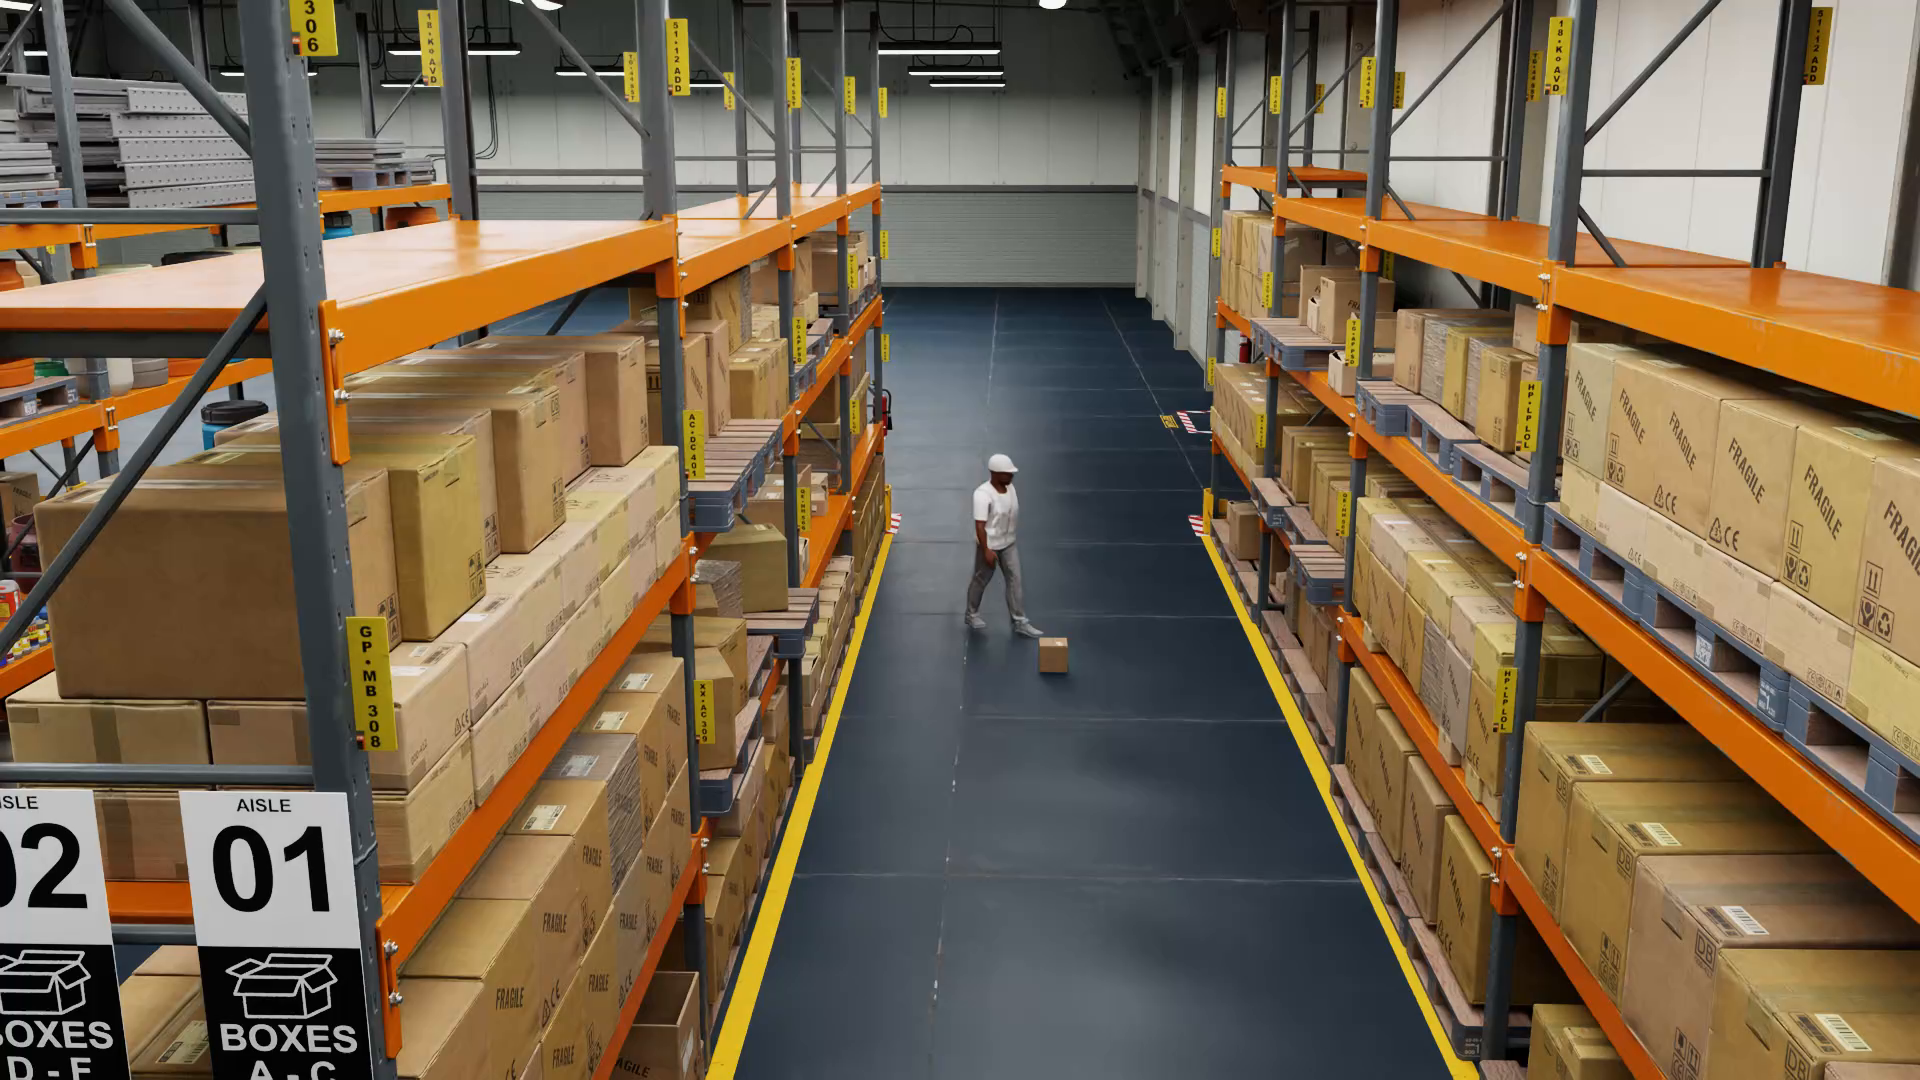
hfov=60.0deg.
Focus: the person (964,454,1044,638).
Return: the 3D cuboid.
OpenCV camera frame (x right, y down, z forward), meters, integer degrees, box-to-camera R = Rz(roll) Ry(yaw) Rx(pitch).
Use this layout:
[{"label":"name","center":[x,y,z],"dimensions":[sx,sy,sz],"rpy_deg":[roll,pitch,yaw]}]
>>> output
[{"label":"person","center":[0.349,0.044,15.730],"dimensions":[0.581,1.756,0.807],"rpy_deg":[-12,18,-41]}]
